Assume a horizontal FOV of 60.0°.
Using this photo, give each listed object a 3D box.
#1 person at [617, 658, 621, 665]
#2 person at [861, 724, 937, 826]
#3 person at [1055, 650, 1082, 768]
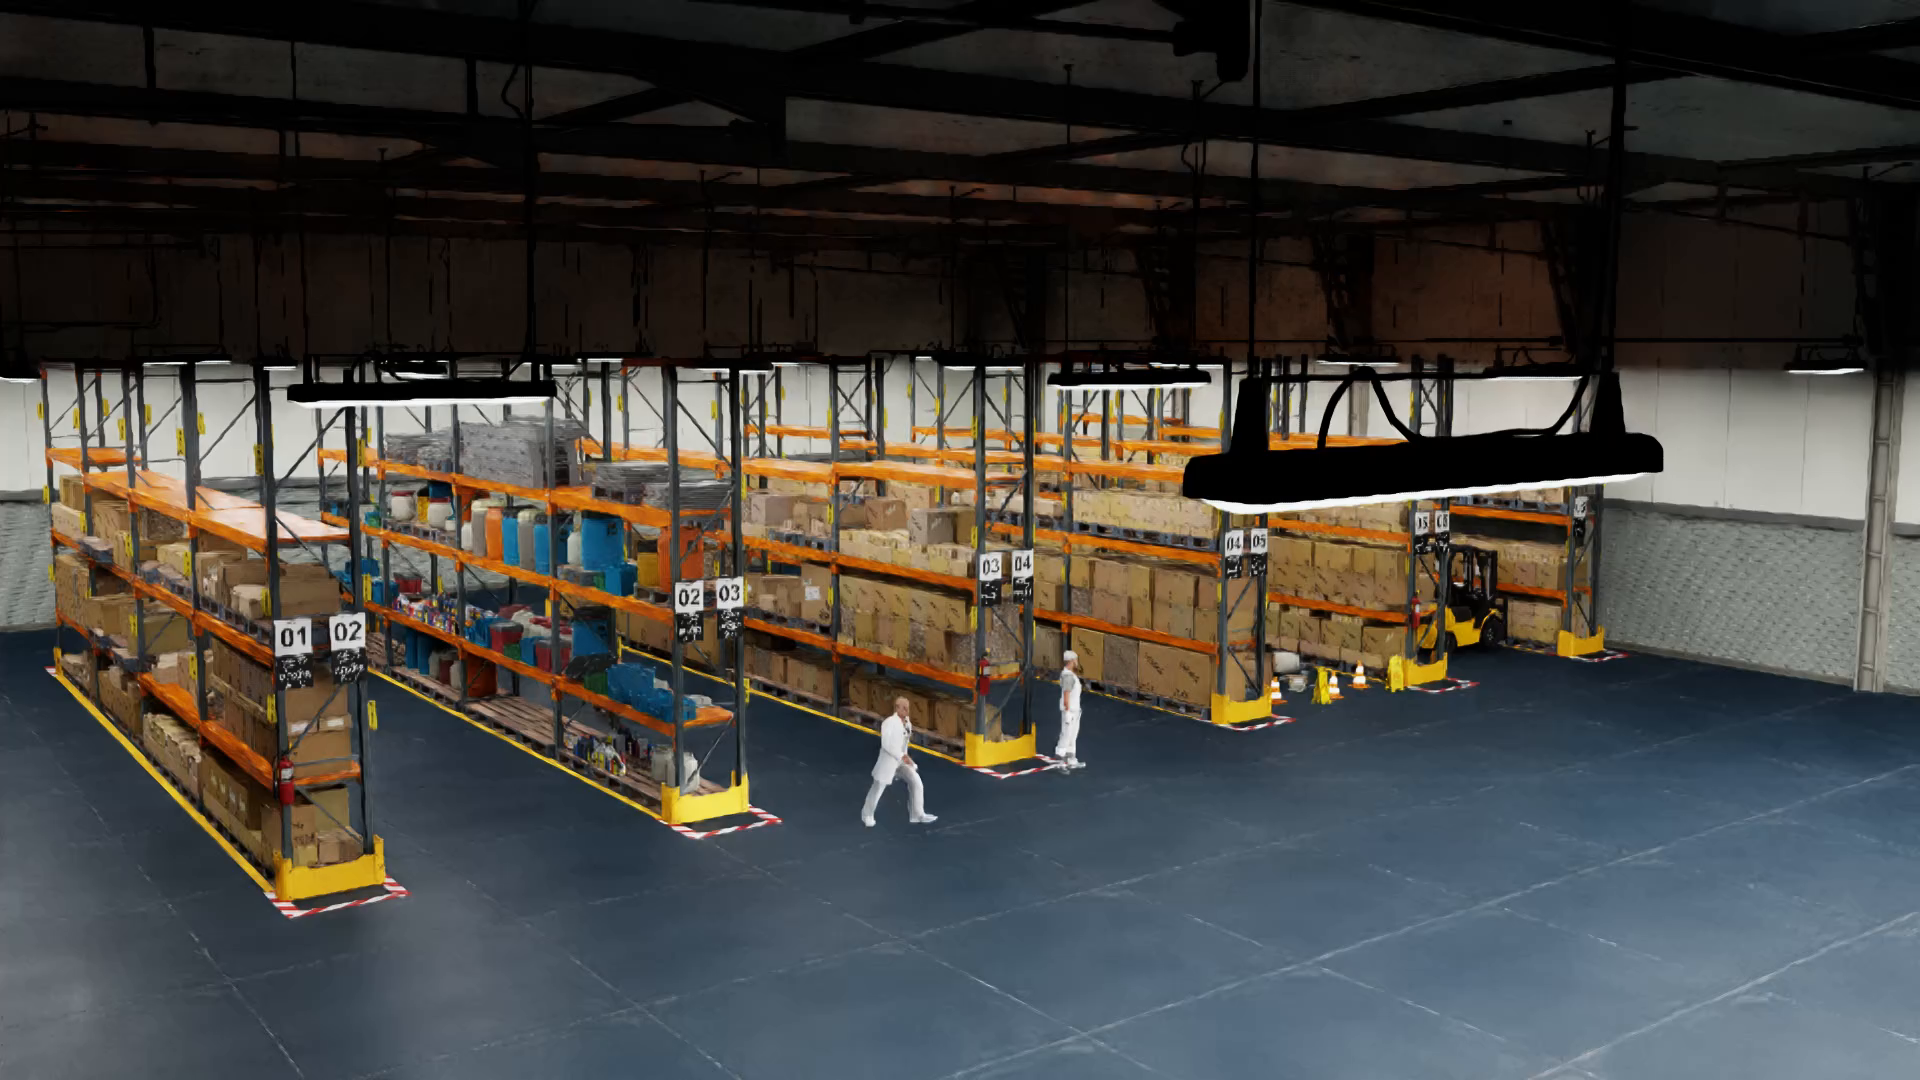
[{"bbox_3d":[-5.928,1.862,27.790,0.458,0.950,0.425,-5,9,-37],"label":"person"},{"bbox_3d":[-0.848,3.041,21.736,0.888,1.372,0.681,5,9,37],"label":"person"},{"bbox_3d":[1.596,2.486,24.433,0.389,1.743,0.581,1,7,6],"label":"person"}]
